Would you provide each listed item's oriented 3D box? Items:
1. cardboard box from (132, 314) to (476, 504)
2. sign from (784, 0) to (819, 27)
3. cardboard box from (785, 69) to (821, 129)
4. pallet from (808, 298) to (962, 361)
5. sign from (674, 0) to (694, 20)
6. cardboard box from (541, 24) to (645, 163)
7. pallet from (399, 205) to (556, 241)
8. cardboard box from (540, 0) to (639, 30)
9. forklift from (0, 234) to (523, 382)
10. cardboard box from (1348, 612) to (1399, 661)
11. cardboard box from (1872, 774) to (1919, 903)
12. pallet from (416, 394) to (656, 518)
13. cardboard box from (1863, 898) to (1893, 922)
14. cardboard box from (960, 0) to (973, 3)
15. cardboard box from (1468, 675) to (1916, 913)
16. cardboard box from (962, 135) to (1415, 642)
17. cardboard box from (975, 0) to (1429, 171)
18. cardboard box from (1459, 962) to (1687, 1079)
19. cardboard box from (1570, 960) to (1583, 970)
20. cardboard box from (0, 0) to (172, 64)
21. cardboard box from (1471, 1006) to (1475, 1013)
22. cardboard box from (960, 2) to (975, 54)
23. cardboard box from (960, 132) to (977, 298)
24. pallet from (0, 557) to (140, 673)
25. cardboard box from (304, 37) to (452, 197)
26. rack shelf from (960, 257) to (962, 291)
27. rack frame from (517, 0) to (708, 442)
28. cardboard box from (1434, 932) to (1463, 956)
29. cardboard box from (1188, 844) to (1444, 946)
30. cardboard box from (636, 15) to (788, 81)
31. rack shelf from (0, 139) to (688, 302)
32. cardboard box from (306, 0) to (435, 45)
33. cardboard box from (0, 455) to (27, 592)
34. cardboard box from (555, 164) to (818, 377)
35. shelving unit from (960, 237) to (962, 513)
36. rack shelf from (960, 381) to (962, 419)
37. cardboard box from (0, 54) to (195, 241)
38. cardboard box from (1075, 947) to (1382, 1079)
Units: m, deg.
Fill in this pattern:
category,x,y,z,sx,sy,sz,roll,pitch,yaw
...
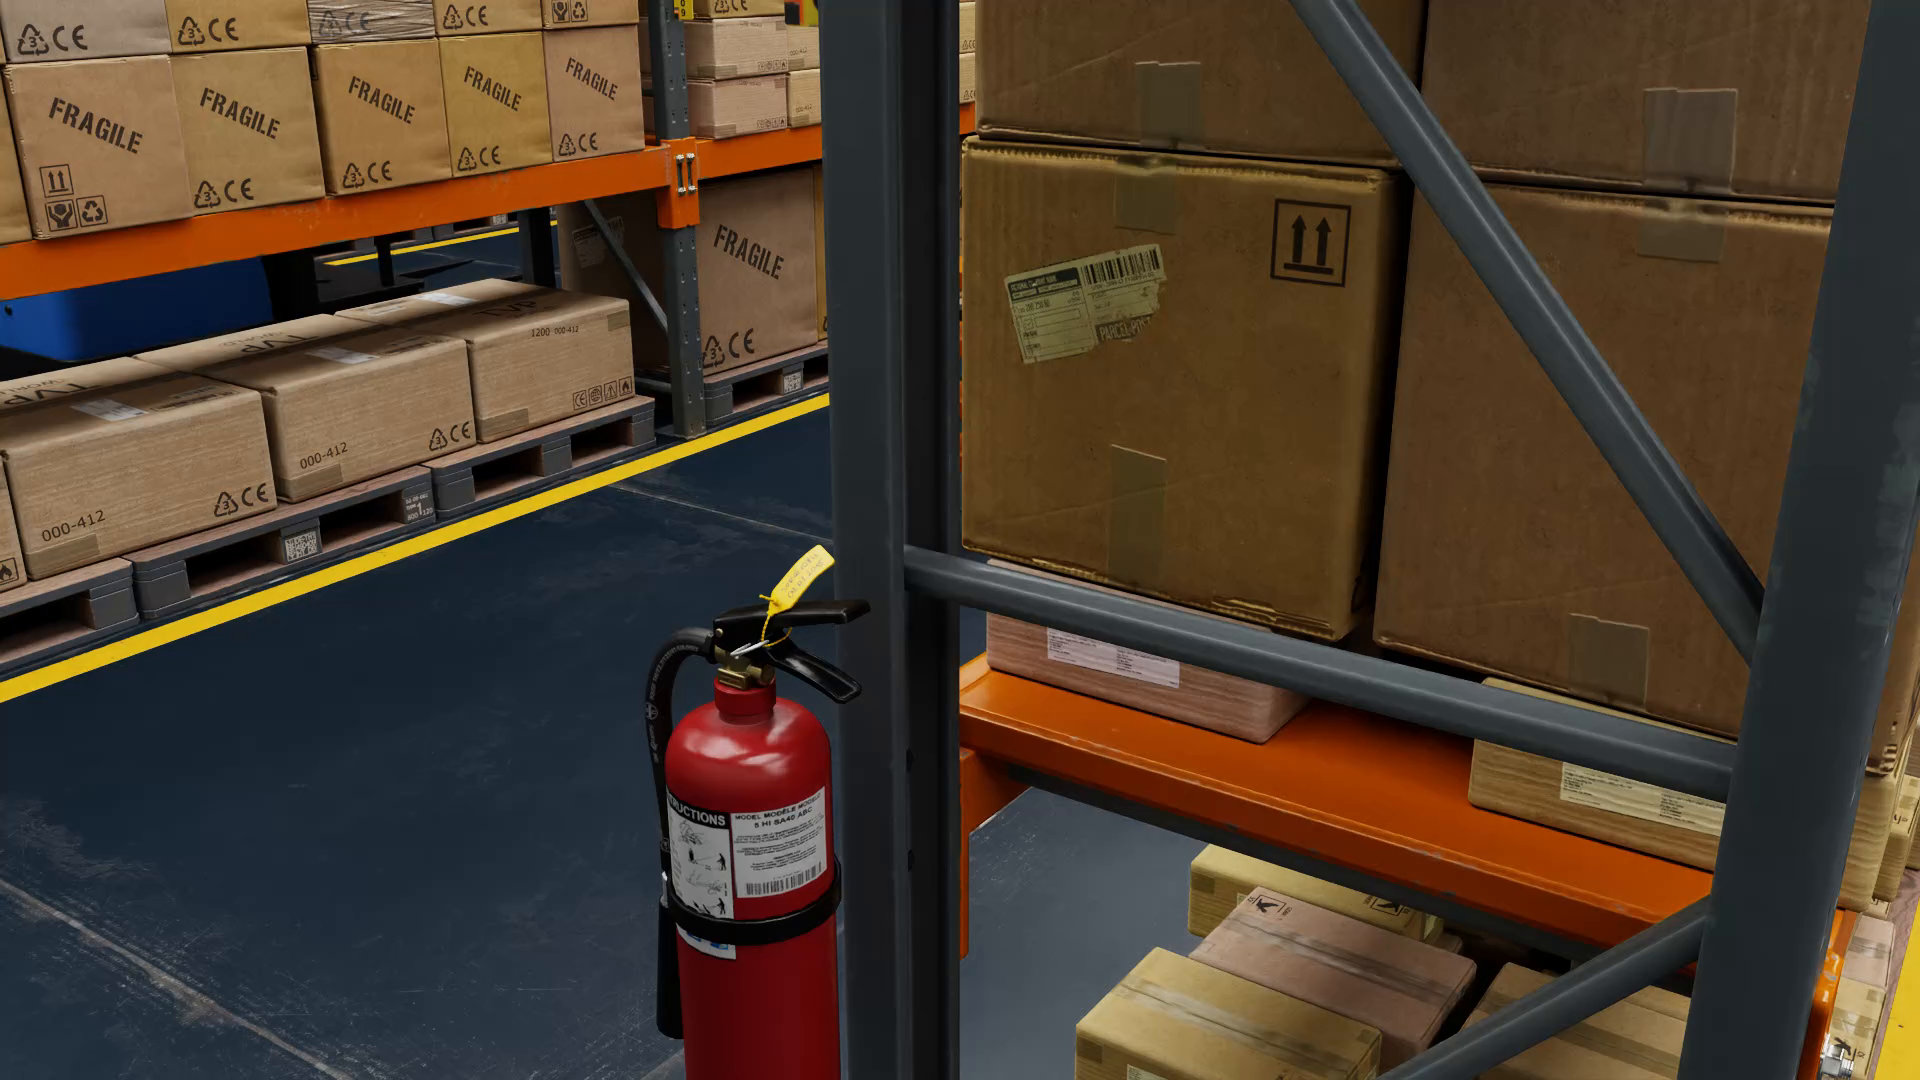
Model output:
category,x,y,z,sx,sy,sz,roll,pitch,yaw
cardboard box,-2.539,-0.539,6.487,0.875,0.438,0.875,12,24,30
sign,-0.141,-0.681,1.659,0.100,0.325,0.005,13,24,32
cardboard box,-0.840,-2.113,7.871,0.500,0.250,0.500,13,24,31
pallet,-0.538,-1.240,9.313,1.003,0.211,1.213,13,24,32
sign,-1.135,-2.296,6.785,0.100,0.325,0.005,13,24,32
cardboard box,-1.644,-1.824,6.729,0.500,0.500,0.500,14,24,32
pallet,-3.905,-2.560,12.882,1.003,0.211,1.213,13,24,32
cardboard box,-1.632,-2.287,6.538,0.500,0.500,0.500,13,24,31
forklift,-3.622,-2.417,8.576,1.130,2.935,3.031,13,24,31
cardboard box,0.428,0.029,2.225,0.380,0.149,0.250,13,24,32
cardboard box,1.606,0.519,3.184,0.380,0.149,0.250,14,24,33
pallet,-2.087,-0.449,7.176,1.003,0.211,1.213,13,24,32
cardboard box,1.725,0.730,3.473,0.380,0.149,0.250,13,24,32
cardboard box,-0.277,-2.991,8.441,0.500,0.500,0.500,13,24,31
cardboard box,0.760,0.213,1.729,0.380,0.149,0.250,13,24,31
cardboard box,0.347,-0.242,2.022,0.500,0.500,0.500,14,24,33
cardboard box,0.359,-0.711,1.850,0.500,0.500,0.500,13,24,31
cardboard box,0.938,0.798,2.430,0.380,0.149,0.250,14,24,33
cardboard box,1.257,0.664,2.794,0.380,0.149,0.250,12,23,29
cardboard box,-2.770,-1.709,4.977,0.500,0.500,0.500,13,24,31
cardboard box,0.839,0.846,3.157,0.380,0.149,0.250,14,24,32
cardboard box,-0.256,-2.636,8.563,0.500,0.250,0.500,12,24,30
cardboard box,-0.308,-1.871,9.457,0.875,0.875,0.875,14,24,32
pallet,-3.459,0.251,5.283,1.003,0.211,1.213,13,24,32
cardboard box,-2.199,-1.528,5.929,0.500,0.500,0.500,13,24,31
rack shelf,-0.093,-0.884,5.792,0.258,0.148,0.480,13,24,32
rack frame,-1.595,-1.960,7.241,1.000,3.000,0.127,13,24,32
cardboard box,0.659,0.768,2.941,0.380,0.149,0.250,12,24,30
cardboard box,0.624,0.624,2.902,0.380,0.149,0.250,13,24,31
cardboard box,-1.114,-2.196,7.373,0.500,0.250,0.500,12,24,30
rack shelf,-2.719,-1.049,5.814,1.077,0.370,4.000,13,24,32
cardboard box,-2.202,-1.995,5.749,0.500,0.500,0.500,14,24,33
cardboard box,-3.555,-0.017,5.074,0.875,0.438,0.875,12,24,30
cardboard box,-1.313,-1.354,8.059,0.875,0.875,0.875,14,25,33
shelving unit,-0.093,-0.515,5.928,0.258,1.200,0.503,13,24,32
rack shelf,-0.093,-0.452,5.952,0.258,0.148,0.480,13,24,32
cardboard box,-2.774,-1.234,5.134,0.500,0.500,0.500,13,24,32
cardboard box,0.395,0.784,2.469,0.380,0.149,0.250,14,24,32
